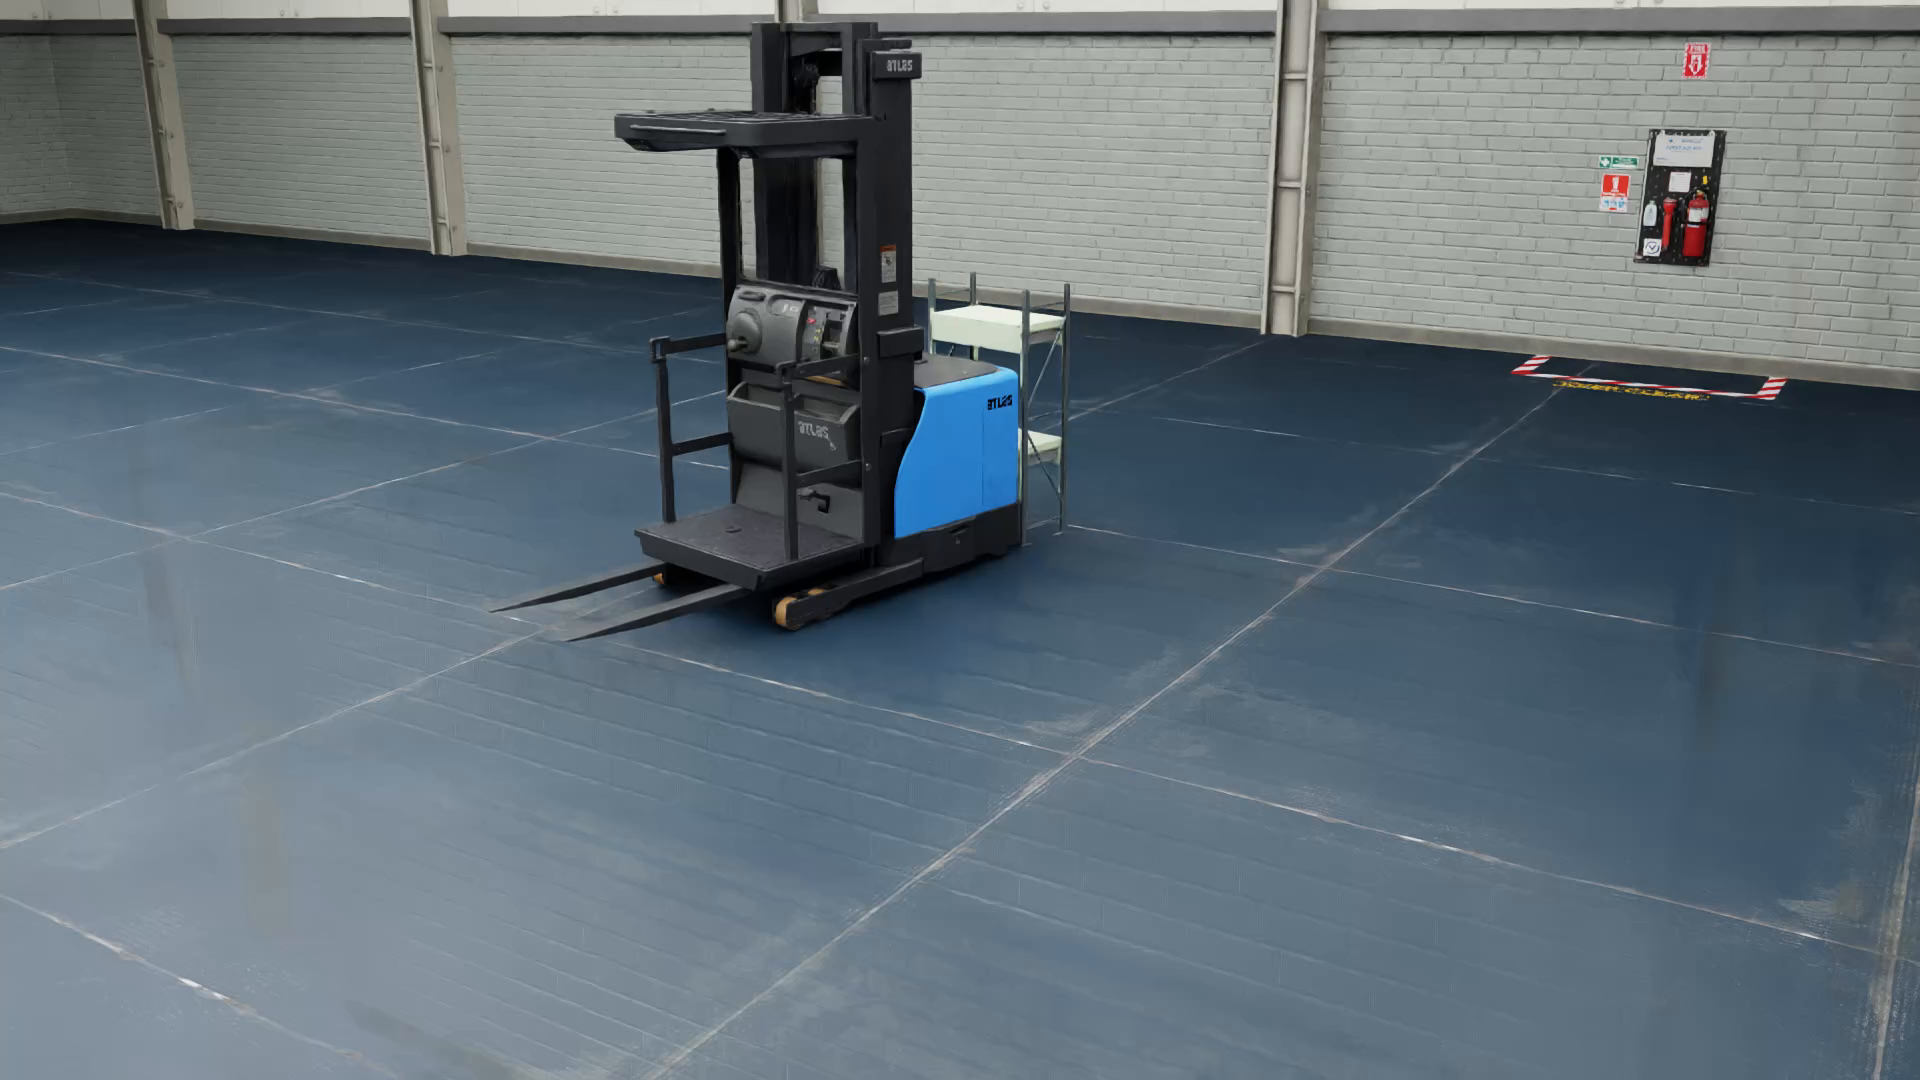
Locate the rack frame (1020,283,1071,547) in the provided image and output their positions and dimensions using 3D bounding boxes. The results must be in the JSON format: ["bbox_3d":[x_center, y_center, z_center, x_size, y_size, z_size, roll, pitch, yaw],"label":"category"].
[{"bbox_3d":[0.494,-0.720,9.669,0.023,1.500,0.400,15,22,41],"label":"rack frame"}]

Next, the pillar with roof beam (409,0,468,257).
[{"bbox_3d":[-9.219,-7.143,17.915,0.400,9.000,9.100,10,20,30],"label":"pillar with roof beam"}]

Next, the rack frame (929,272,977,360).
[{"bbox_3d":[-0.043,-0.864,10.145,0.023,1.500,0.400,15,22,41],"label":"rack frame"}]

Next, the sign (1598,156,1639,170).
[{"bbox_3d":[5.869,-3.364,14.821,0.331,0.109,0.001,10,20,30],"label":"sign"}]

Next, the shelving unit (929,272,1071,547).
[{"bbox_3d":[0.226,-0.792,9.907,0.755,1.500,0.431,15,22,41],"label":"shelving unit"}]

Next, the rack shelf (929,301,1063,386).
[{"bbox_3d":[0.226,-1.166,9.794,0.720,0.370,0.431,15,22,41],"label":"rack shelf"}]

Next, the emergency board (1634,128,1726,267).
[{"bbox_3d":[6.287,-2.986,14.552,0.643,1.169,0.194,10,20,30],"label":"emergency board"}]

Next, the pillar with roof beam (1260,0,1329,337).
[{"bbox_3d":[1.007,-5.318,11.906,0.400,9.000,9.100,10,20,30],"label":"pillar with roof beam"}]

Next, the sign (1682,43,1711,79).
[{"bbox_3d":[6.332,-4.122,14.300,0.199,0.298,0.001,10,20,30],"label":"sign"}]

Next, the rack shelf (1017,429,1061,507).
[{"bbox_3d":[0.225,-0.480,10.001,0.720,0.370,0.431,15,22,41],"label":"rack shelf"}]

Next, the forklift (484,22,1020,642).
[{"bbox_3d":[-1.025,-1.115,8.510,1.130,2.935,3.031,15,22,41],"label":"forklift"}]

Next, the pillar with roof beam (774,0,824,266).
[{"bbox_3d":[-4.106,-6.231,14.910,0.400,9.000,9.100,10,20,30],"label":"pillar with roof beam"}]

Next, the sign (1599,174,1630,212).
[{"bbox_3d":[5.869,-3.113,14.908,0.234,0.329,0.001,10,20,30],"label":"sign"}]

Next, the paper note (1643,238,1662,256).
[{"bbox_3d":[6.172,-2.609,14.825,0.142,0.148,0.016,10,20,30],"label":"paper note"}]

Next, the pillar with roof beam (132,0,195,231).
[{"bbox_3d":[-14.331,-8.056,20.919,0.400,9.000,9.100,10,20,30],"label":"pillar with roof beam"}]
